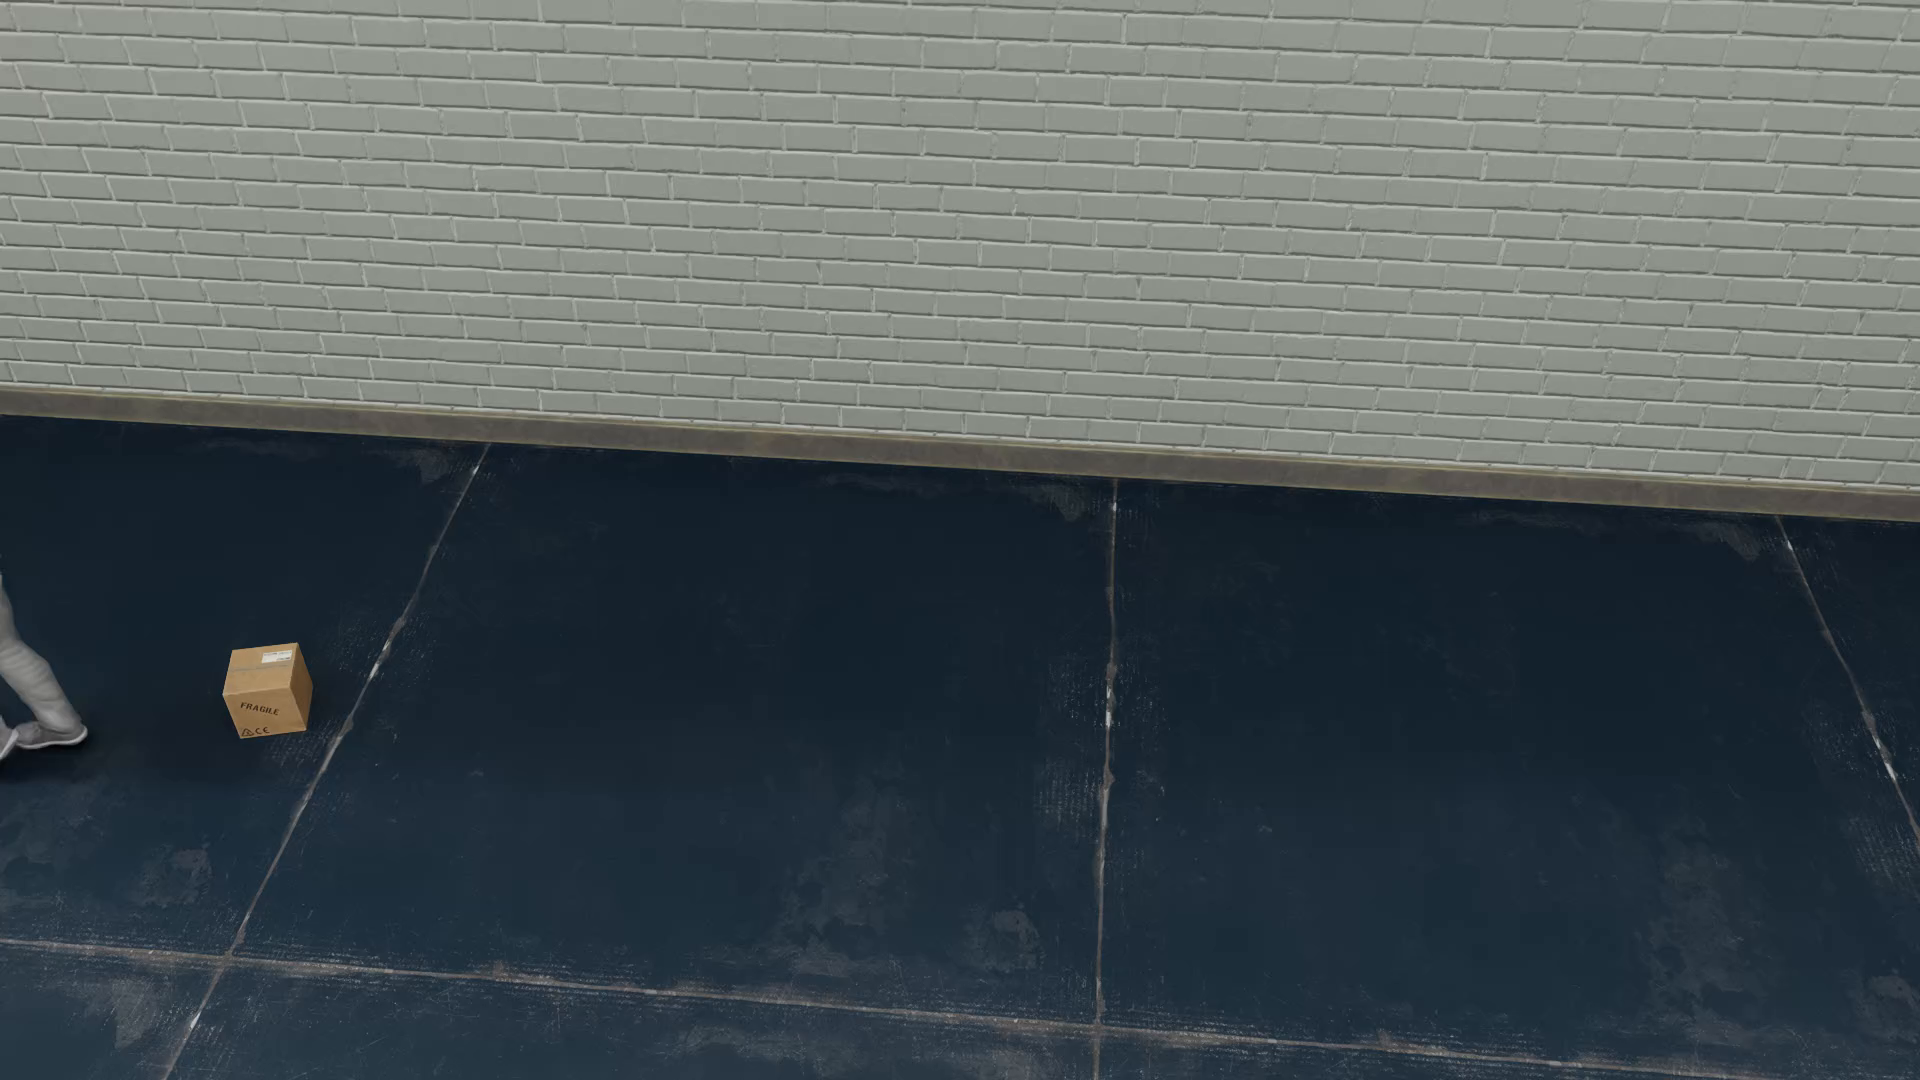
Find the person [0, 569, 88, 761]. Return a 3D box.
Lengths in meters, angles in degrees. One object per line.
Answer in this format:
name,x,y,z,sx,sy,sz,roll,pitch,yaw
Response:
person,-3.637,0.185,5.923,0.489,1.741,0.484,3,40,3
